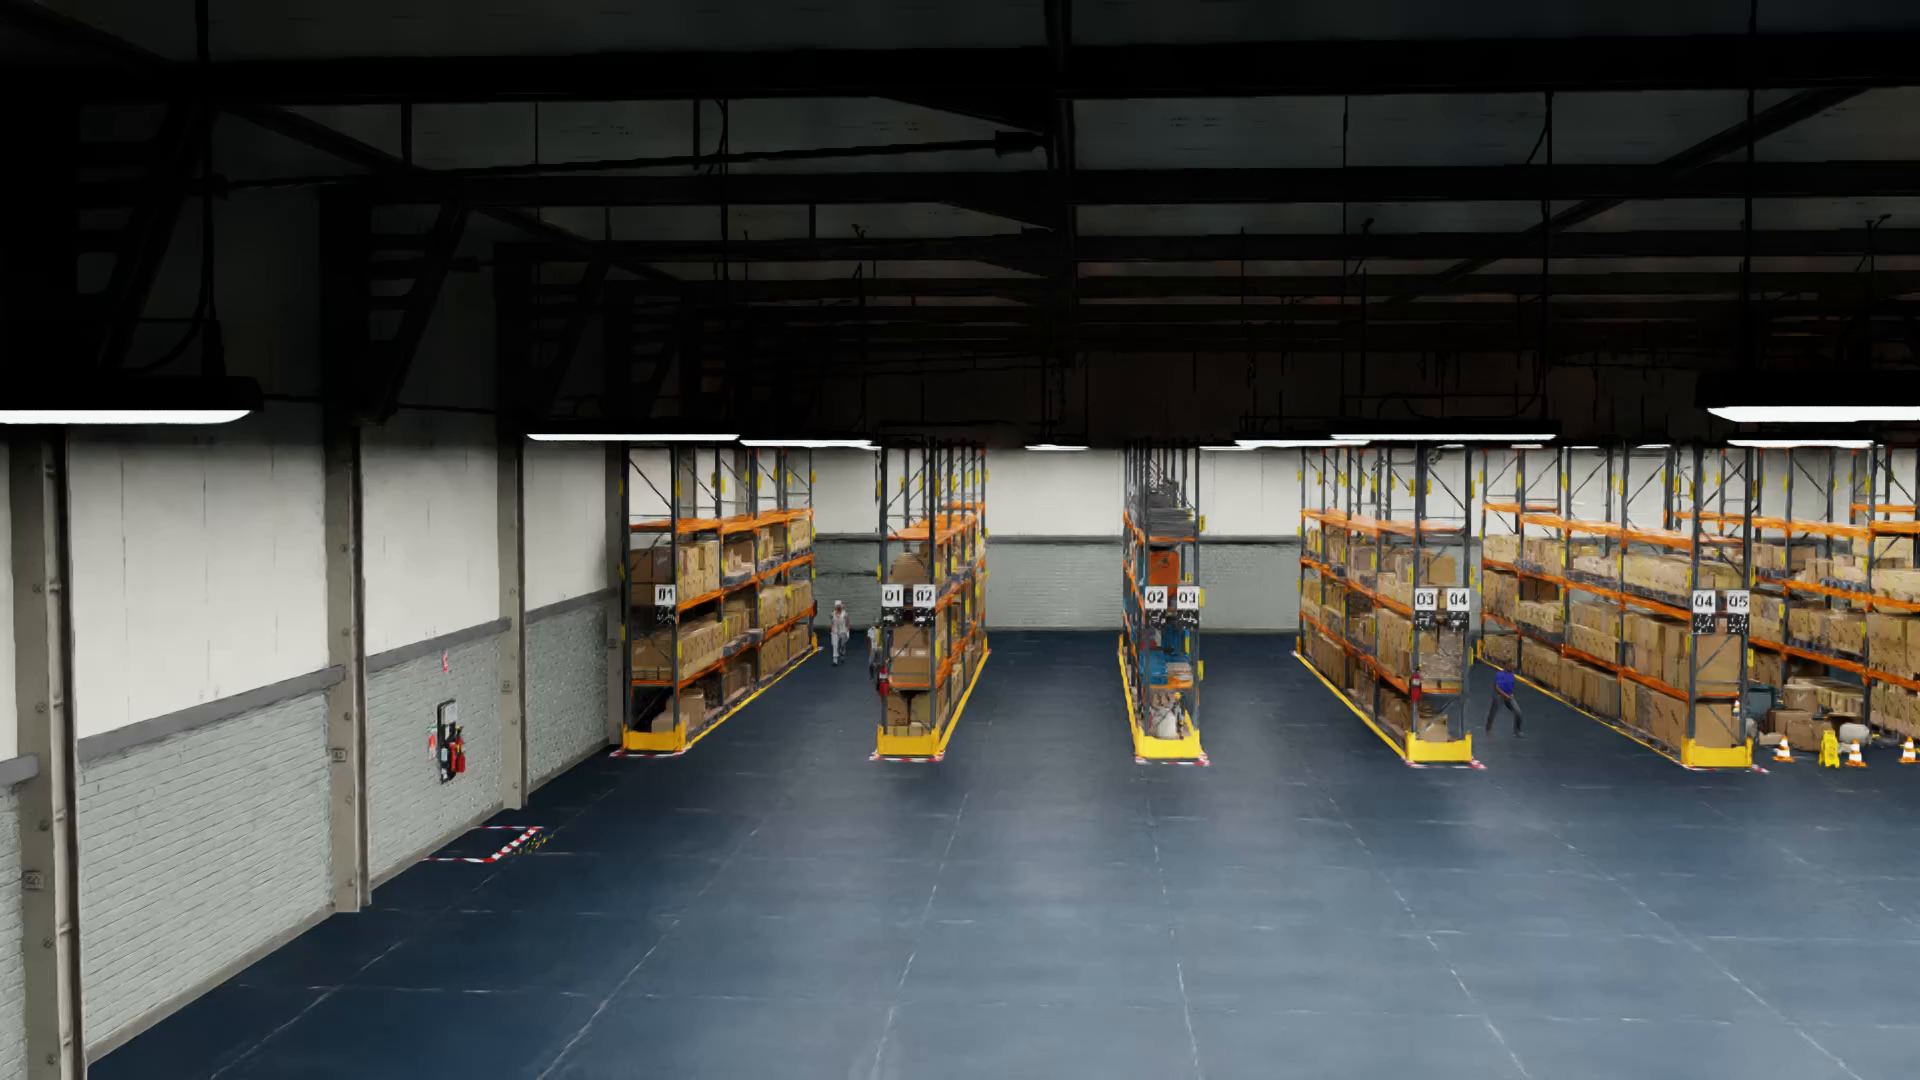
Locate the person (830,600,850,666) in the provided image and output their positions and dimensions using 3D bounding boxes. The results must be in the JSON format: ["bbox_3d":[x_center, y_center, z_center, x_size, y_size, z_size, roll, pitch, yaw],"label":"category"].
[{"bbox_3d":[-3.228,2.471,44.577,0.564,1.736,1.044,0,3,3],"label":"person"}]

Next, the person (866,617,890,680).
[{"bbox_3d":[-2.041,2.706,41.324,0.592,1.629,0.526,0,3,2],"label":"person"}]

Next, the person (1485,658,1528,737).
[{"bbox_3d":[10.892,3.140,33.241,0.626,1.593,0.800,-1,3,-15],"label":"person"}]
